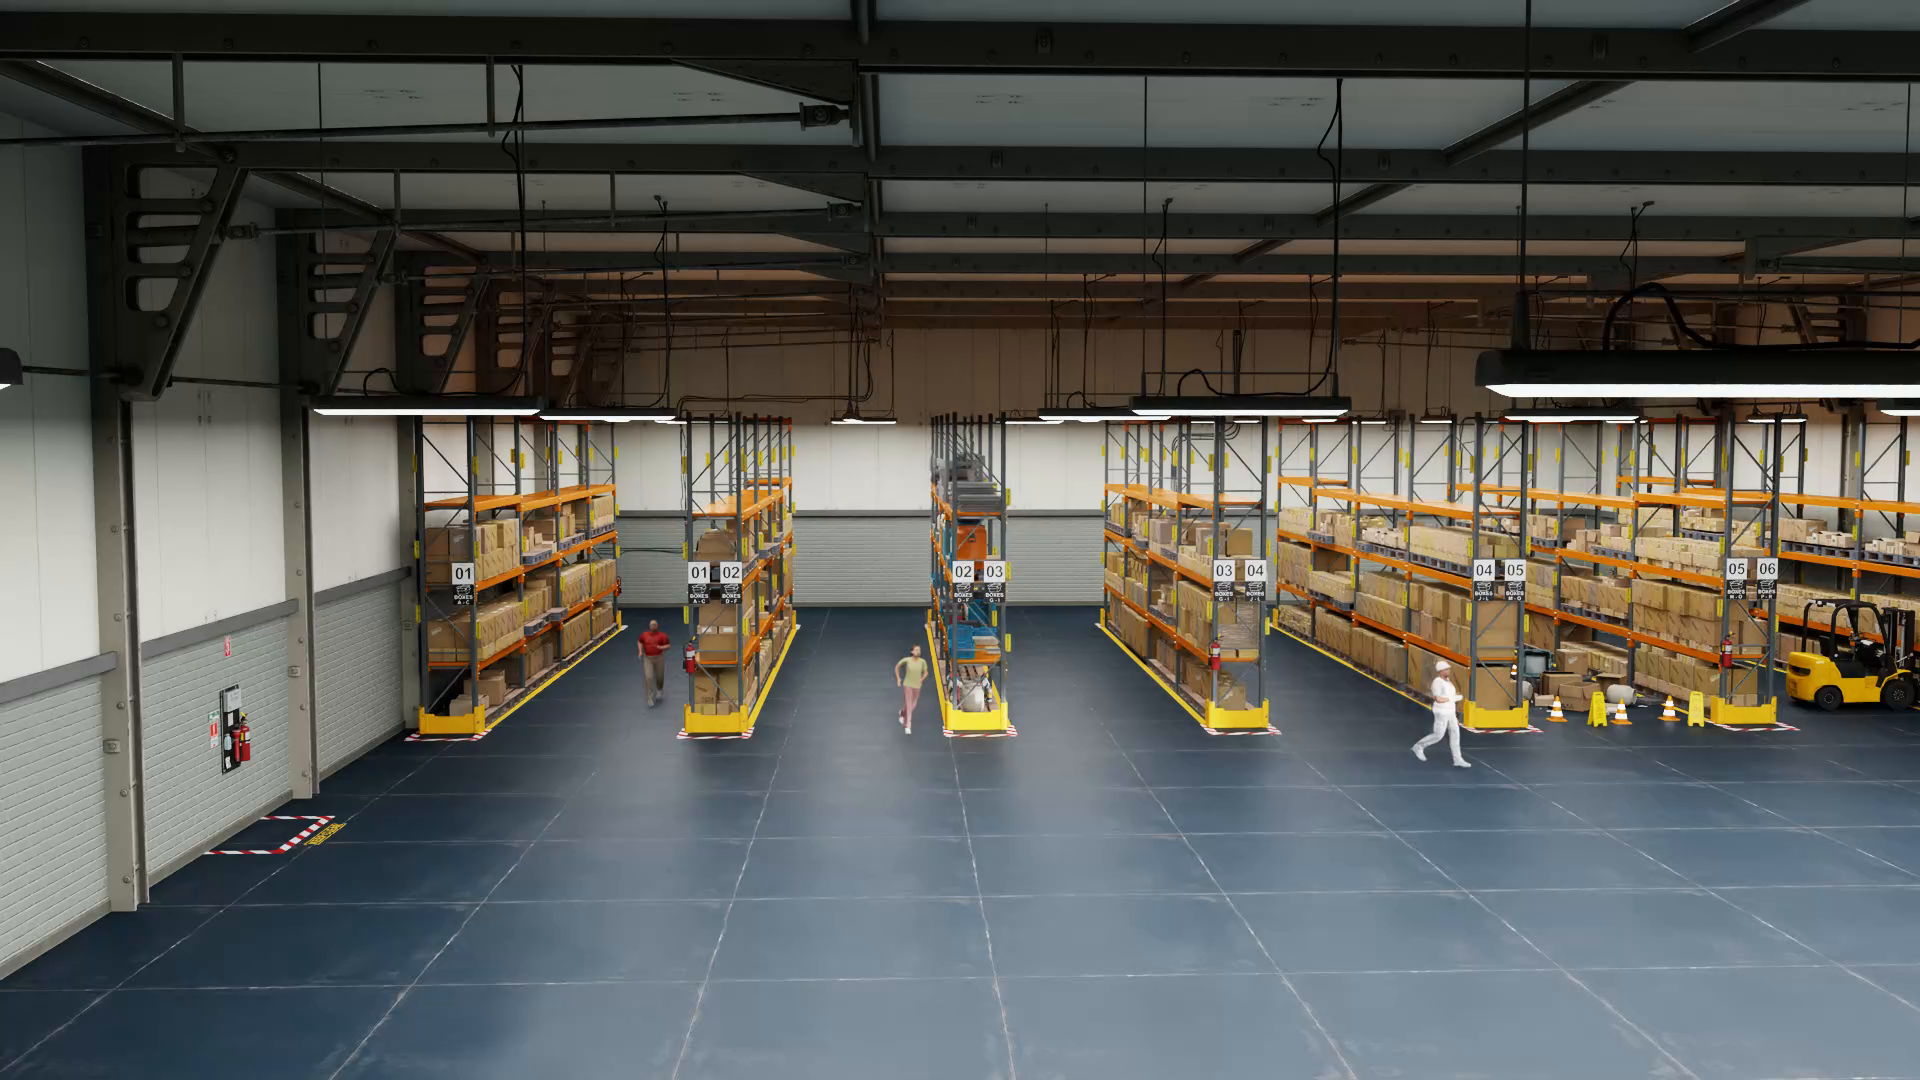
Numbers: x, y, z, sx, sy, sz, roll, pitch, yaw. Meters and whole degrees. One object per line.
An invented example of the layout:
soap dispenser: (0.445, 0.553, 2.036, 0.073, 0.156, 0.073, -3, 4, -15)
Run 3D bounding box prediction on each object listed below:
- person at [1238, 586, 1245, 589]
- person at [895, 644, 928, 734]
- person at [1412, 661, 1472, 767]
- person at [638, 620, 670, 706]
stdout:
person: (7.828, 1.675, 47.780, 0.785, 1.582, 0.677, 1, 4, 16)
person: (-0.902, 2.783, 31.390, 0.624, 1.656, 0.828, -1, 4, -19)
person: (8.124, 2.911, 27.956, 0.988, 1.762, 0.691, 3, 5, 37)
person: (-6.319, 2.504, 34.332, 0.662, 1.714, 0.989, -1, 4, -9)
